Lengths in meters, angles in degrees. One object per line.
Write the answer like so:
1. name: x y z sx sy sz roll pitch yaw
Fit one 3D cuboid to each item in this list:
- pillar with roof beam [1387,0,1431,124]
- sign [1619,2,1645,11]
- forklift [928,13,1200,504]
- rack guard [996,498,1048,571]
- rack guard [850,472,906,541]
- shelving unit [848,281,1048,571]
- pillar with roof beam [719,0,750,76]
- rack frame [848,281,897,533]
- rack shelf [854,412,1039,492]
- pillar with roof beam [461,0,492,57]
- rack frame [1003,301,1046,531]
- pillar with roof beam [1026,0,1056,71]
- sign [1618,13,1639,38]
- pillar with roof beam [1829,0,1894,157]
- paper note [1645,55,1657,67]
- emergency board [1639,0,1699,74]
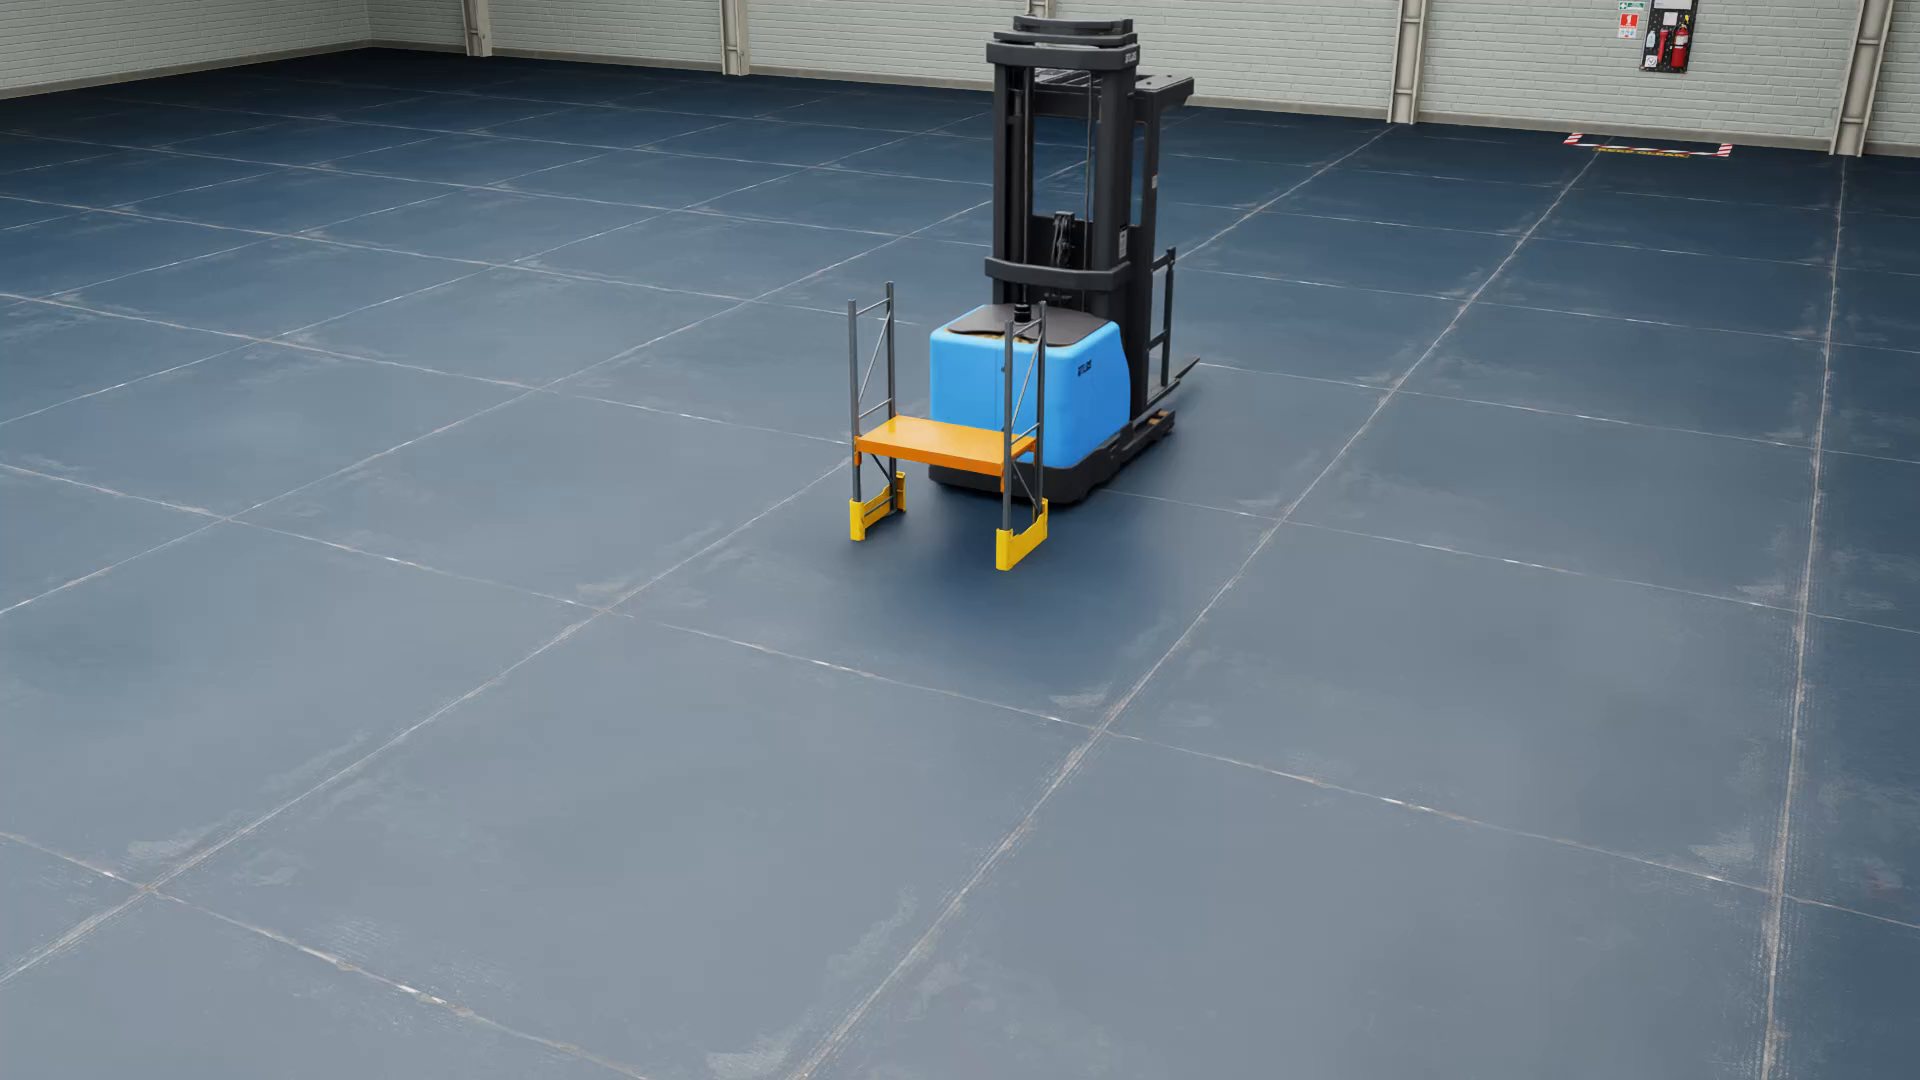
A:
1. pillar with roof beam: 4.728 -8.943 19.779 0.400 9.000 9.100 11 25 25
2. sign: 9.389 -7.466 23.250 0.331 0.109 0.001 11 25 25
3. forklift: 0.906 -2.122 11.493 1.130 2.935 3.031 11 25 25
4. rack guard: 0.376 -0.041 10.026 0.087 0.250 0.587 11 25 25
5. rack guard: -0.512 -0.216 10.440 0.087 0.250 0.587 11 25 25
6. shelving unit: -0.068 -0.704 9.988 1.083 1.500 0.587 11 25 25
7. pillar with roof beam: -5.982 -11.062 24.762 0.400 9.000 9.100 11 25 25
8. rack frame: -0.530 -0.795 10.203 0.032 1.500 0.500 11 25 25
9. rack shelf: -0.076 -0.540 10.062 1.000 0.185 0.538 11 25 25
10. pillar with roof beam: -11.336 -12.121 27.253 0.400 9.000 9.100 11 25 25
11. rack frame: 0.378 -0.615 9.781 0.032 1.500 0.500 11 25 25
12. pillar with roof beam: -0.627 -10.002 22.271 0.400 9.000 9.100 11 25 25
13. sign: 9.389 -7.226 23.362 0.234 0.329 0.001 11 25 25
14. pillar with roof beam: 10.082 -7.883 17.288 0.400 9.000 9.100 11 25 25
15. paper note: 9.709 -6.726 23.358 0.142 0.148 0.016 11 25 25
16. emergency board: 9.836 -7.076 23.055 0.643 1.169 0.194 11 25 25
